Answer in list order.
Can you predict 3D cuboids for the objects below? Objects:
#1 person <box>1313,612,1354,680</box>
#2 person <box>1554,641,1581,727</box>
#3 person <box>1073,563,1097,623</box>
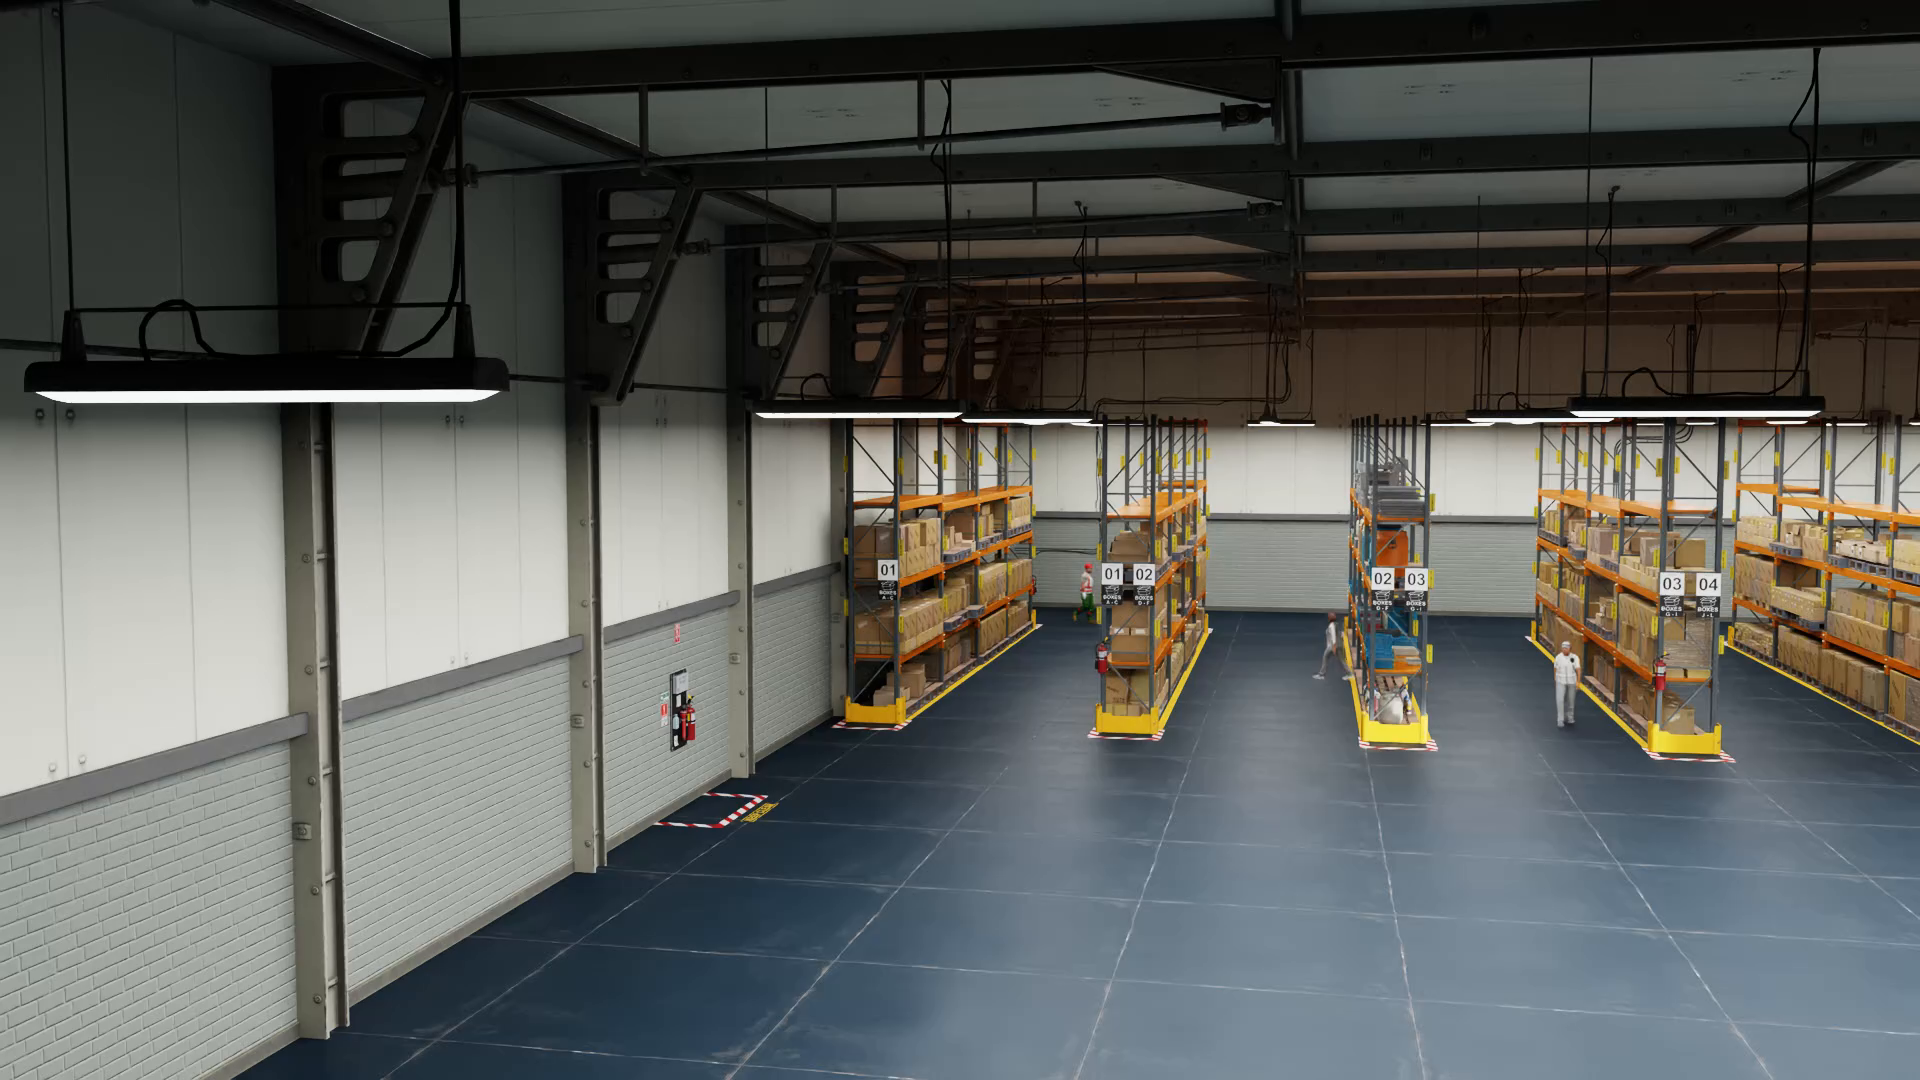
[{"bbox_3d":[8.505,2.412,37.769,0.951,1.541,0.438,4,5,44],"label":"person"},{"bbox_3d":[11.701,2.760,32.043,0.501,1.611,0.940,1,4,21],"label":"person"},{"bbox_3d":[3.684,1.570,48.944,0.703,1.782,0.612,2,4,29],"label":"person"}]
